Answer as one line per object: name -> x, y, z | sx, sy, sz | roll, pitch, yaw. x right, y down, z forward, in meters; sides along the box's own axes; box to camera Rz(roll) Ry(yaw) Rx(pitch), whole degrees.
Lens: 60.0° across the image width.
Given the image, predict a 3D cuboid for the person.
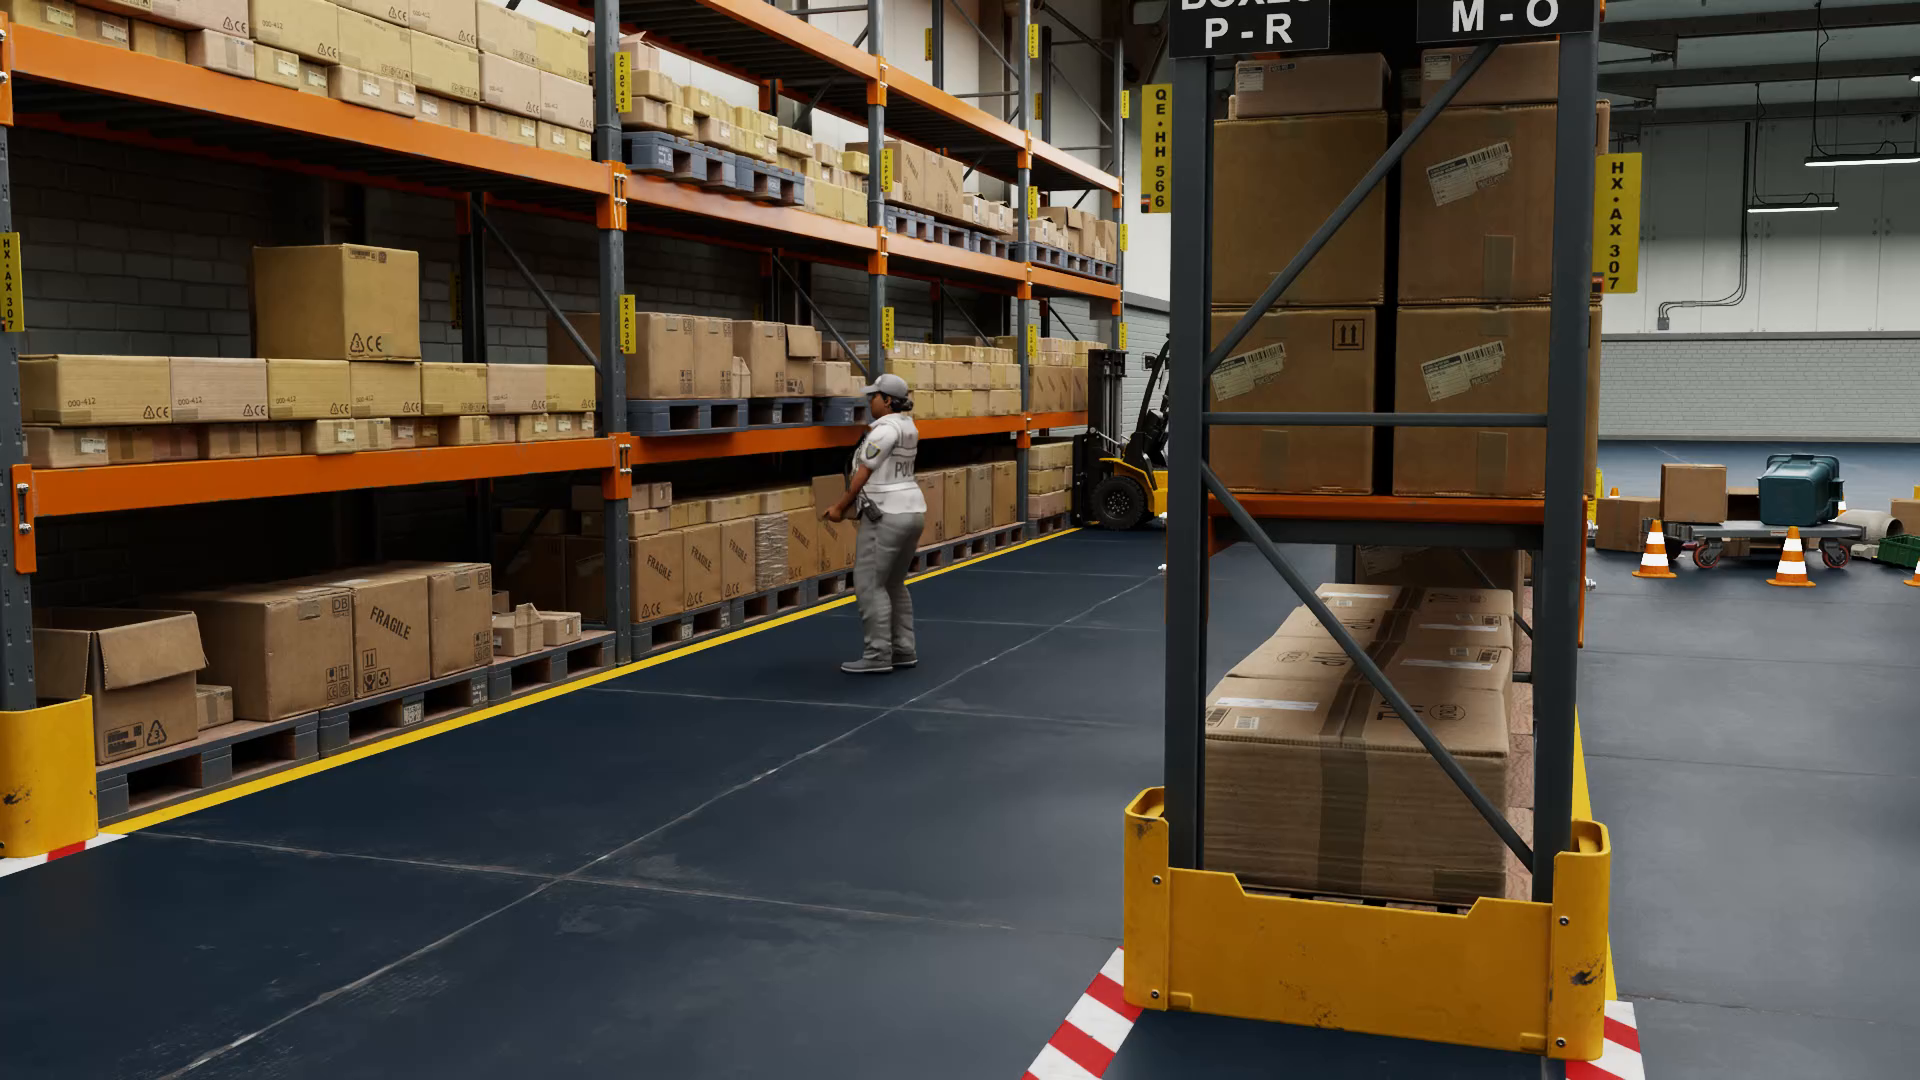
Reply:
person -> -0.471, -0.094, 9.293 | 0.540, 1.663, 0.452 | 2, 6, 18
